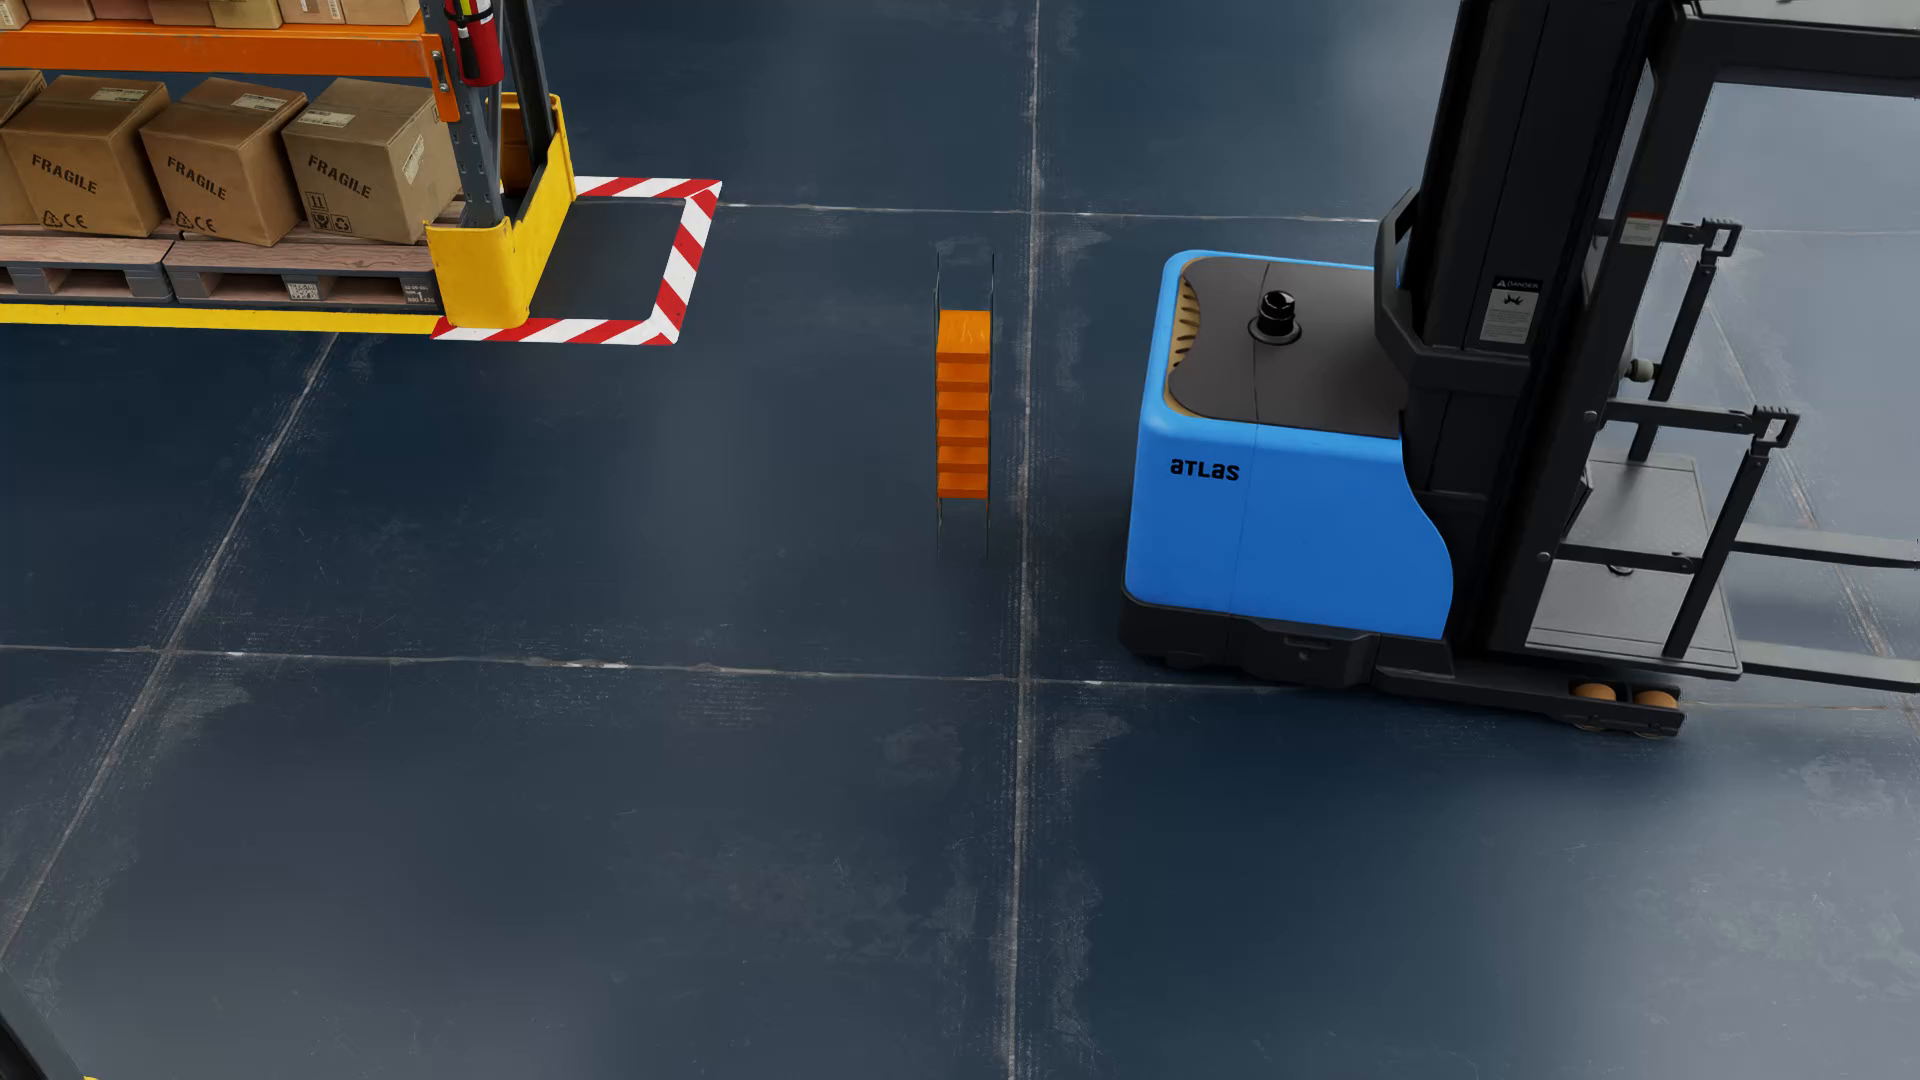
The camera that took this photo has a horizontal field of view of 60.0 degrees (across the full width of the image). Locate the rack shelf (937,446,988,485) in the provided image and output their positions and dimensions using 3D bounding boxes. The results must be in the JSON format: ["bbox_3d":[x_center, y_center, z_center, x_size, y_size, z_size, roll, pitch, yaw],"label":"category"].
[{"bbox_3d":[0.014,-0.318,5.953,0.180,0.103,0.258,2,43,2],"label":"rack shelf"}]

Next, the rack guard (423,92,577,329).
[{"bbox_3d":[-2.049,-1.503,7.496,0.348,0.500,1.175,2,43,2],"label":"rack guard"}]

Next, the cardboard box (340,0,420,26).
[{"bbox_3d":[-2.267,-2.191,6.586,0.250,0.149,0.380,2,43,2],"label":"cardboard box"}]

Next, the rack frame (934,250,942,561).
[{"bbox_3d":[-0.077,-0.441,5.844,0.006,1.200,0.240,2,43,2],"label":"rack frame"}]

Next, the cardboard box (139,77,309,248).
[{"bbox_3d":[-3.195,-1.680,7.378,0.500,0.500,0.500,12,44,13],"label":"cardboard box"}]

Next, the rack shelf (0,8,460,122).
[{"bbox_3d":[-3.971,-2.213,6.953,4.000,0.370,1.077,2,43,2],"label":"rack shelf"}]

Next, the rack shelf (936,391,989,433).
[{"bbox_3d":[0.014,-0.494,5.789,0.180,0.103,0.258,2,43,2],"label":"rack shelf"}]

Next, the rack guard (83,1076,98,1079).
[{"bbox_3d":[-2.274,1.902,3.841,0.348,0.500,1.175,2,43,2],"label":"rack guard"}]

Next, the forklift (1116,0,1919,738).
[{"bbox_3d":[2.111,-0.806,4.965,3.031,2.935,1.130,7,43,7],"label":"forklift"}]

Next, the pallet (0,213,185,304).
[{"bbox_3d":[-4.074,-1.485,7.689,1.213,0.211,1.003,2,43,2],"label":"pallet"}]

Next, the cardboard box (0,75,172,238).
[{"bbox_3d":[-3.819,-1.712,7.412,0.500,0.500,0.500,5,43,6],"label":"cardboard box"}]

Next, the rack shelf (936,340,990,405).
[{"bbox_3d":[0.014,-0.582,5.707,0.180,0.103,0.258,2,43,2],"label":"rack shelf"}]

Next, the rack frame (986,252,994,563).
[{"bbox_3d":[0.106,-0.436,5.838,0.006,1.200,0.240,2,43,2],"label":"rack frame"}]

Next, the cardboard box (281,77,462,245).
[{"bbox_3d":[-2.596,-1.684,7.383,0.500,0.500,0.500,9,44,10],"label":"cardboard box"}]

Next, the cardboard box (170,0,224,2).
[{"bbox_3d":[-3.026,-2.530,6.473,0.500,0.500,0.875,2,43,2],"label":"cardboard box"}]

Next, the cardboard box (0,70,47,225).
[{"bbox_3d":[-4.375,-1.759,7.464,0.500,0.500,0.500,-2,43,-2],"label":"cardboard box"}]

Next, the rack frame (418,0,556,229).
[{"bbox_3d":[-1.973,-2.415,6.642,0.127,3.000,1.000,2,43,2],"label":"rack frame"}]

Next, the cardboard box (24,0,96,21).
[{"bbox_3d":[-3.516,-2.218,6.615,0.250,0.149,0.380,2,43,2],"label":"cardboard box"}]

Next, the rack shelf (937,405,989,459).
[{"bbox_3d":[0.014,-0.406,5.871,0.180,0.103,0.258,2,43,2],"label":"rack shelf"}]

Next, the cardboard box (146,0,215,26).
[{"bbox_3d":[-3.018,-2.190,6.585,0.250,0.149,0.380,2,43,2],"label":"cardboard box"}]

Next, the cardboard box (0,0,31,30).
[{"bbox_3d":[-3.770,-2.166,6.558,0.250,0.149,0.380,2,43,2],"label":"cardboard box"}]

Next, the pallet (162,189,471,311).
[{"bbox_3d":[-2.859,-1.446,7.647,1.213,0.211,1.003,2,43,2],"label":"pallet"}]

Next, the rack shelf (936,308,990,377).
[{"bbox_3d":[0.014,-0.669,5.625,0.180,0.103,0.258,2,43,2],"label":"rack shelf"}]

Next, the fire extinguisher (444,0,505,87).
[{"bbox_3d":[-1.879,-2.069,6.327,0.183,0.674,0.296,2,43,2],"label":"fire extinguisher"}]

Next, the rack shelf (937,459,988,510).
[{"bbox_3d":[0.014,-0.230,6.034,0.180,0.103,0.258,2,43,2],"label":"rack shelf"}]

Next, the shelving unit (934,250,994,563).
[{"bbox_3d":[0.014,-0.439,5.841,0.189,1.200,0.258,2,43,2],"label":"shelving unit"}]

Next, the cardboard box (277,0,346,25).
[{"bbox_3d":[-2.517,-2.199,6.594,0.250,0.149,0.380,2,43,2],"label":"cardboard box"}]

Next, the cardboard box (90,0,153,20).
[{"bbox_3d":[-3.266,-2.226,6.623,0.250,0.149,0.380,2,43,2],"label":"cardboard box"}]

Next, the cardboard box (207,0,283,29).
[{"bbox_3d":[-2.769,-2.172,6.565,0.250,0.149,0.380,2,43,2],"label":"cardboard box"}]
